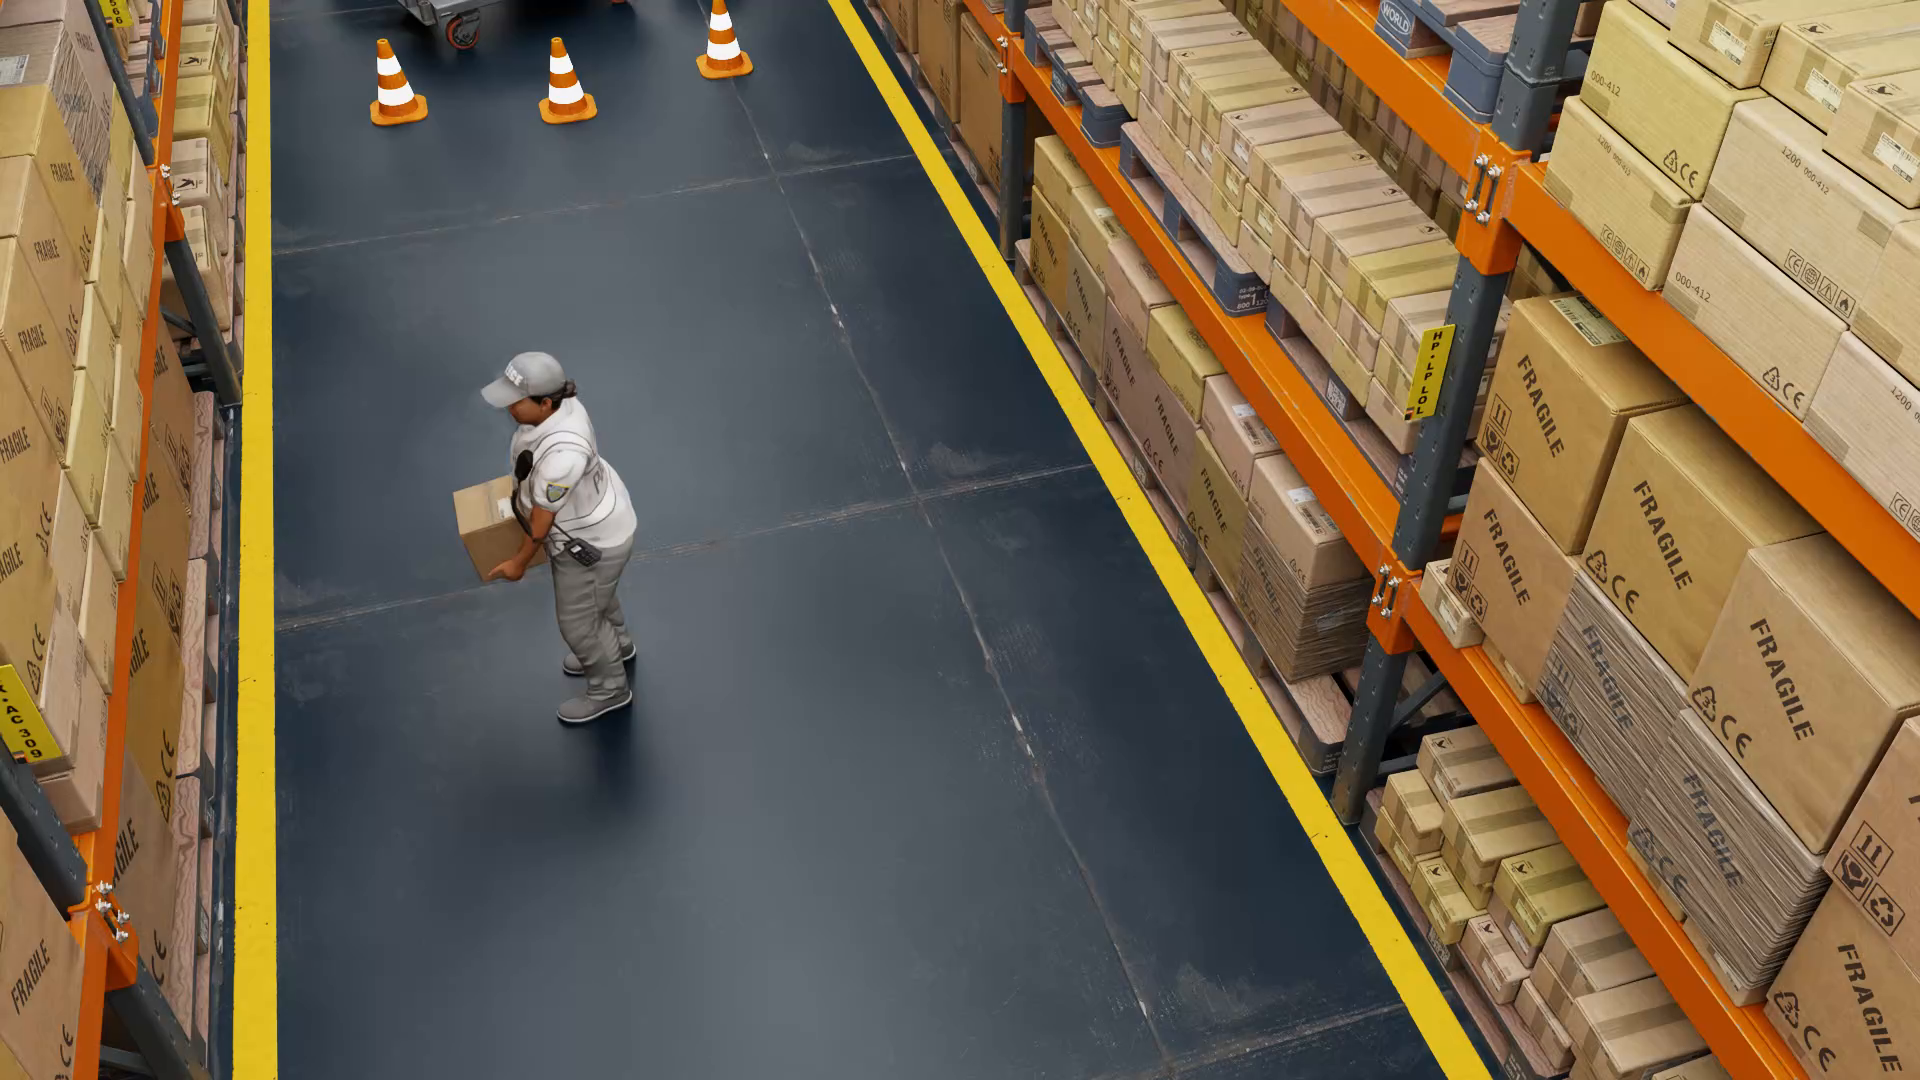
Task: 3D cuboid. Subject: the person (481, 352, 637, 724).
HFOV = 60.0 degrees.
[{"bbox_3d":[-1.480,-0.008,6.178,0.559,1.660,0.452,-13,44,-13],"label":"person"}]
